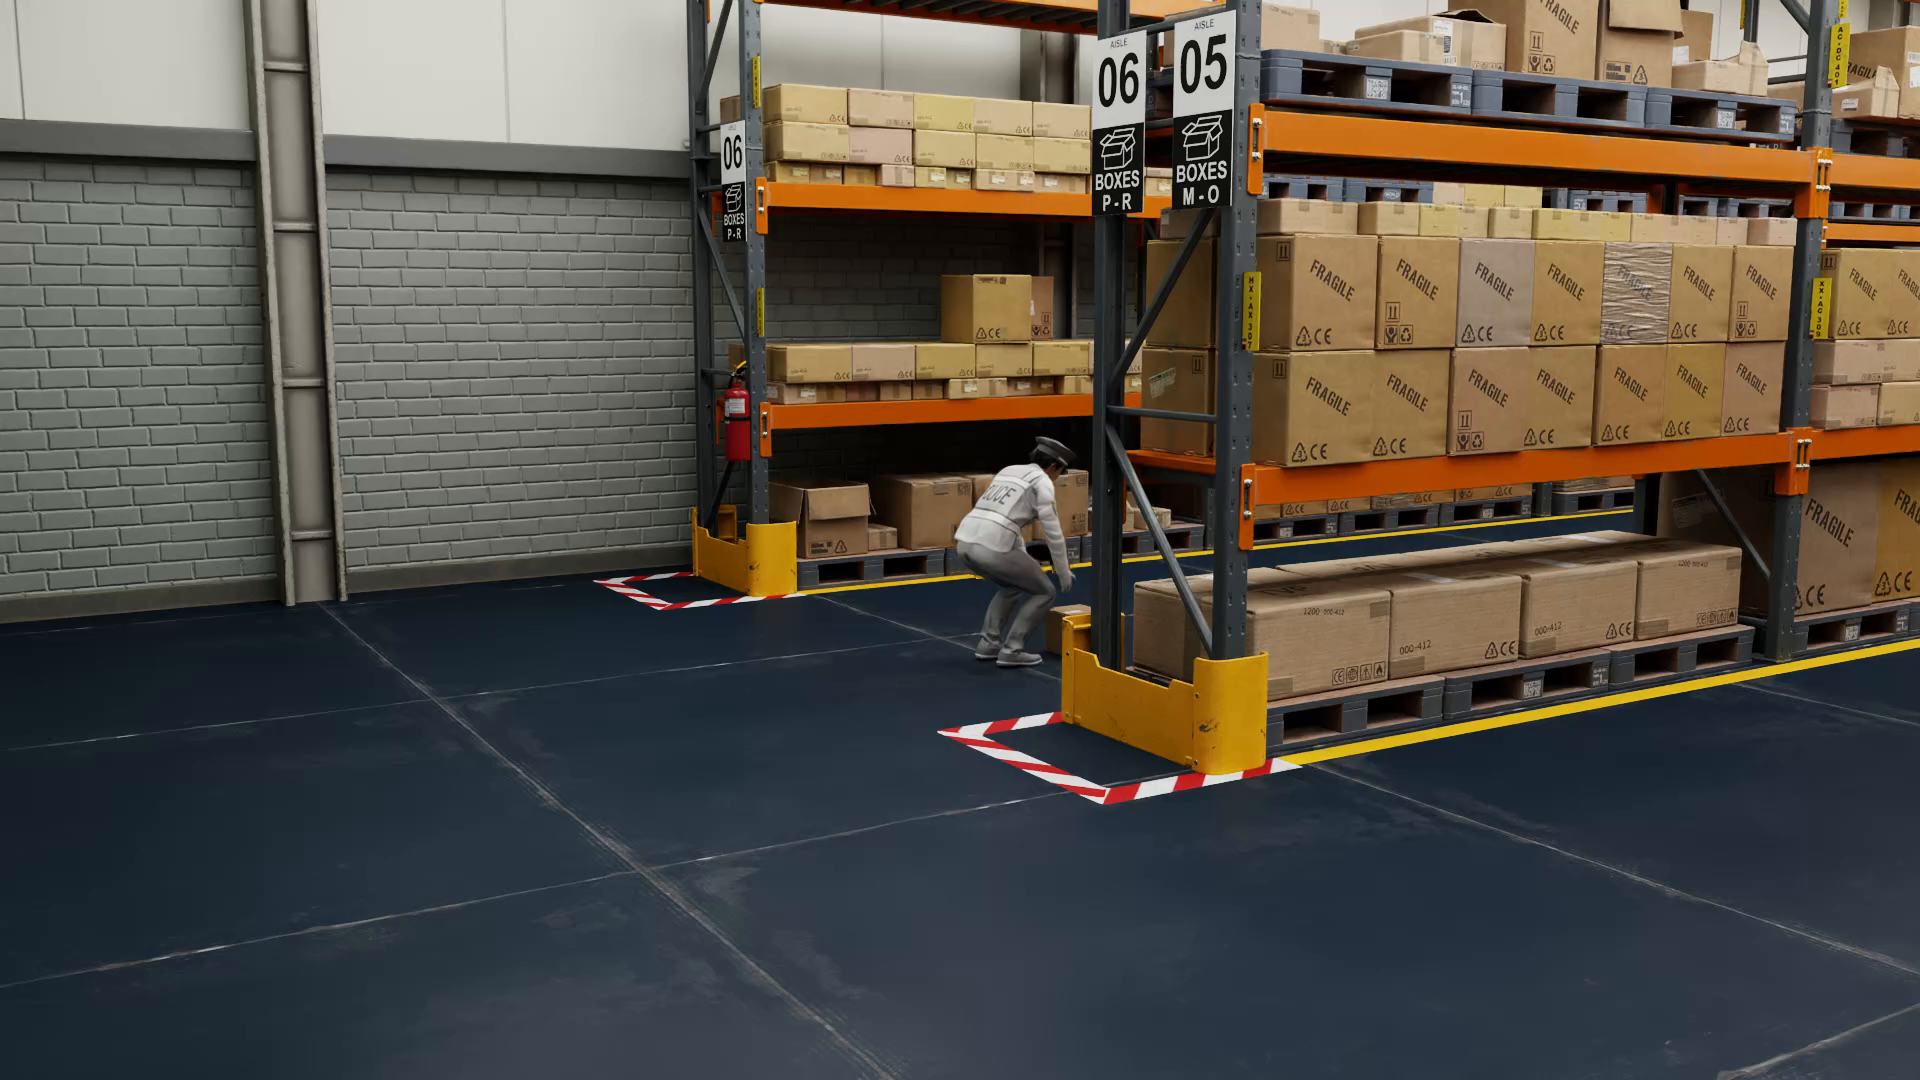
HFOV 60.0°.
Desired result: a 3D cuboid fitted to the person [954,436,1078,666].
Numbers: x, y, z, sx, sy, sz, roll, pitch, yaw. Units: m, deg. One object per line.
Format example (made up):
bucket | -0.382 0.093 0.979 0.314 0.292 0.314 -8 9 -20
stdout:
person | 0.319 0.055 9.366 0.765 1.263 0.531 -5 10 -31
